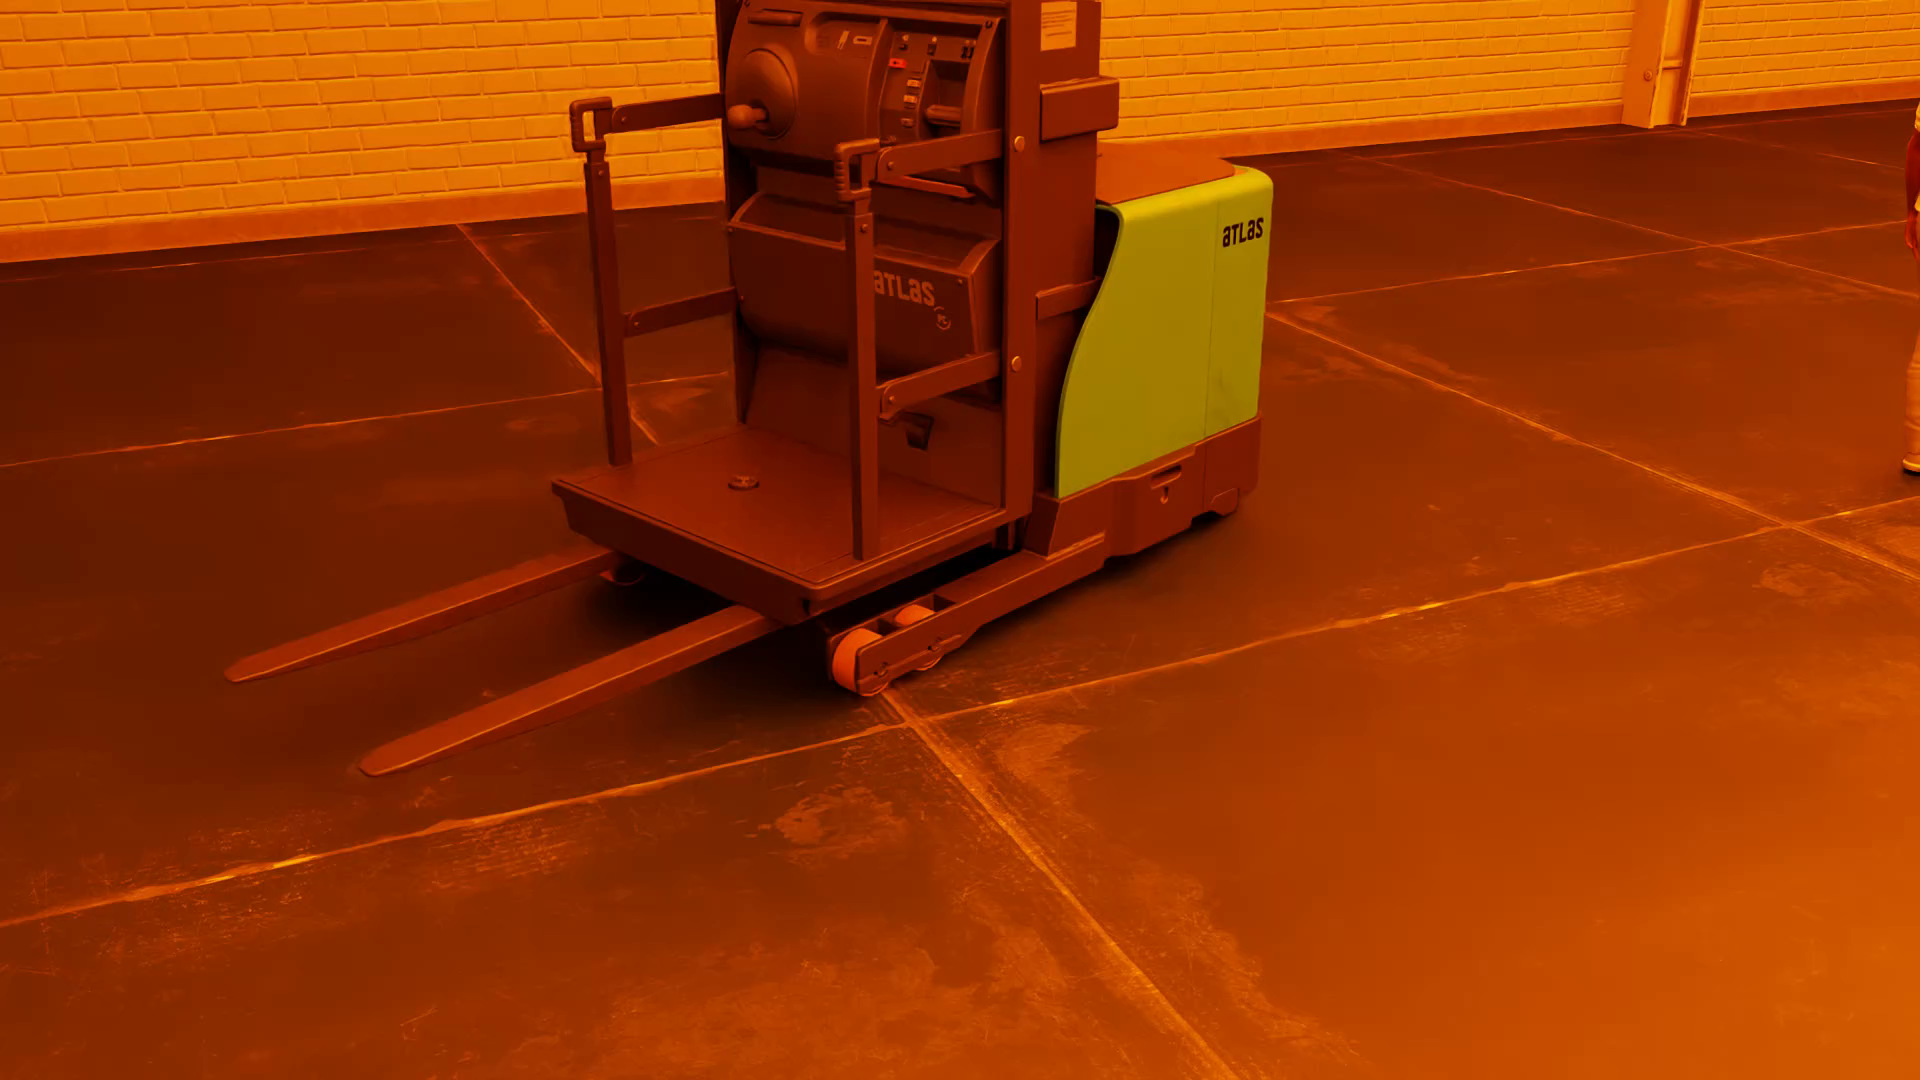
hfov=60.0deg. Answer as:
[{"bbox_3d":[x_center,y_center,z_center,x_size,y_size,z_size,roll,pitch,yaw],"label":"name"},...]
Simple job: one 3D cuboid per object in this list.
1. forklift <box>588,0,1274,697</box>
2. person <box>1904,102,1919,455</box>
[{"bbox_3d":[-0.413,-1.182,4.131,1.130,2.935,3.031,19,29,39],"label":"forklift"},{"bbox_3d":[3.281,-1.045,5.309,0.393,1.631,0.511,-13,26,-29],"label":"person"}]
